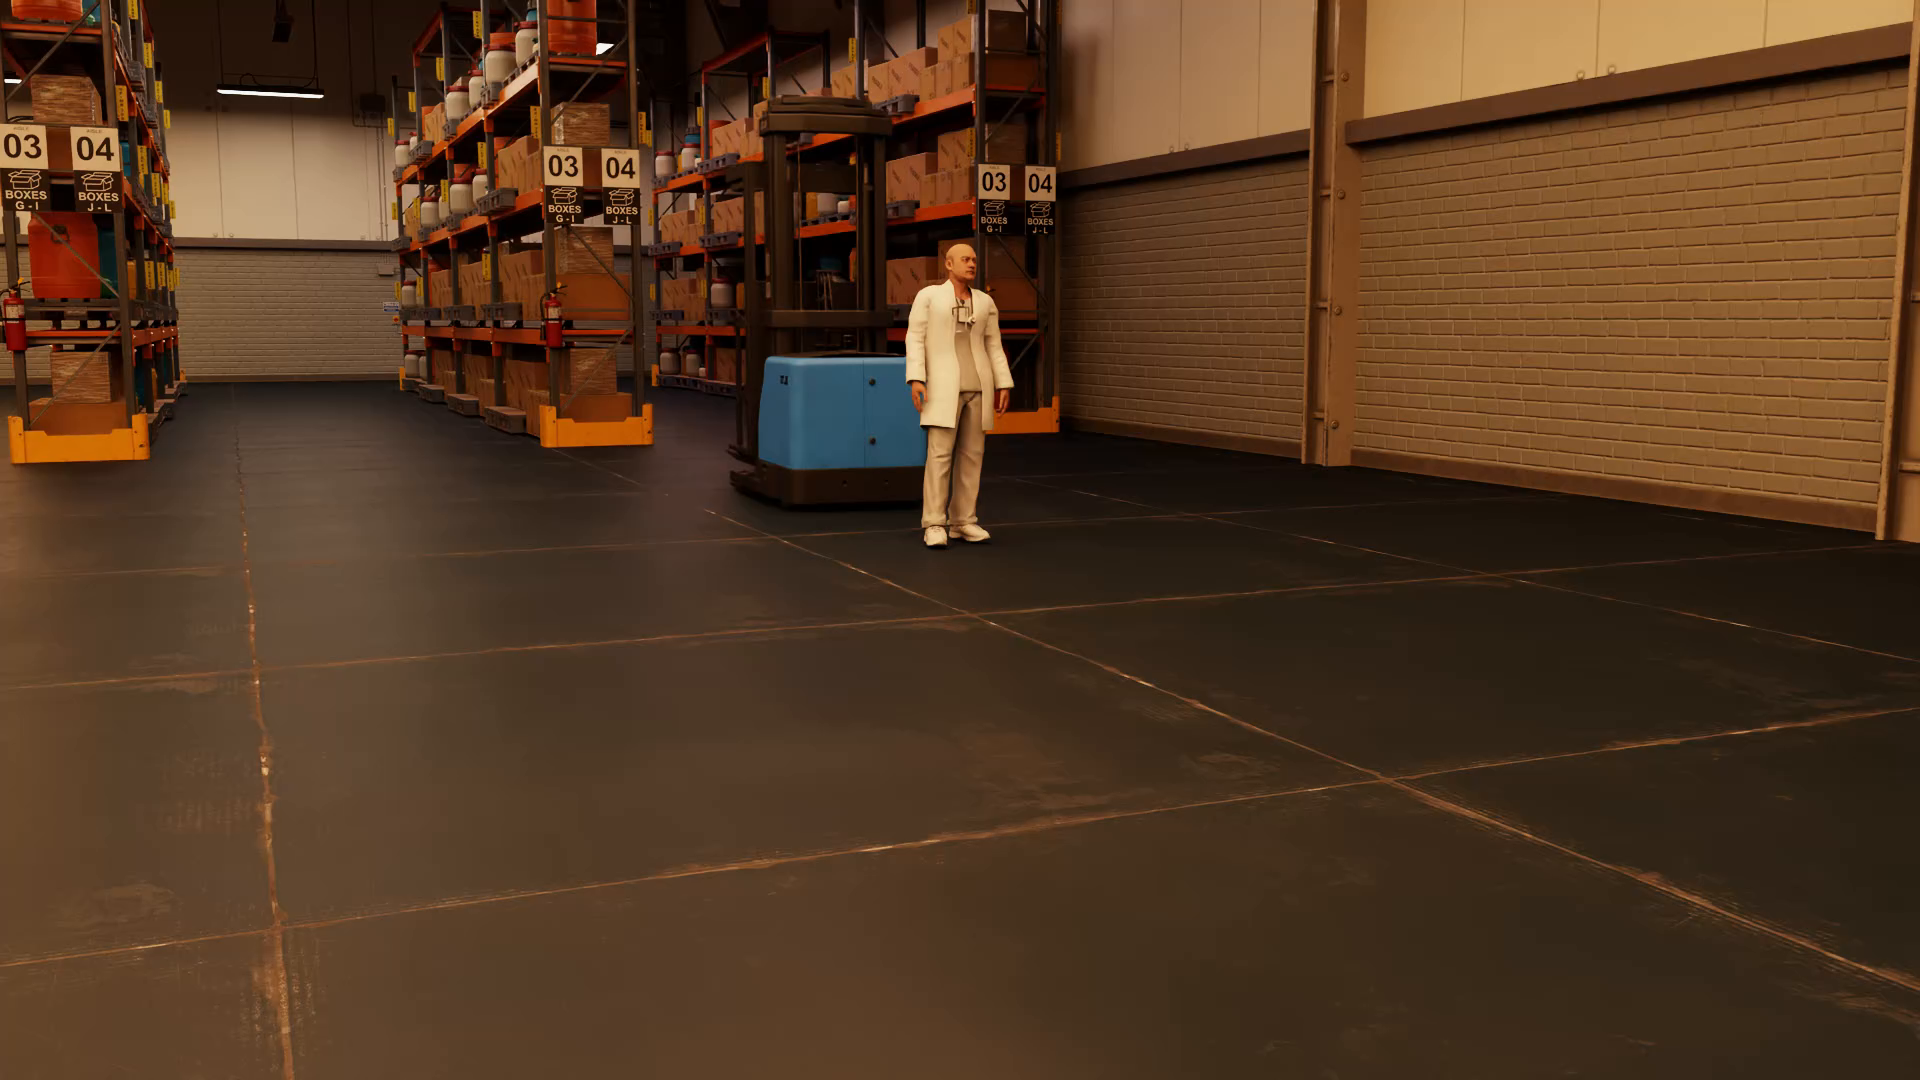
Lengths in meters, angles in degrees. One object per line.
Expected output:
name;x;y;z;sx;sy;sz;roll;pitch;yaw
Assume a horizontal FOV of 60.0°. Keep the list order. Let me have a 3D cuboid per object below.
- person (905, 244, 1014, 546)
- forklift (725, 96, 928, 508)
person;0.033;-0.877;9.952;0.698;1.777;0.578;-3;8;-23
forklift;-1.173;-1.831;12.833;1.130;2.935;3.031;-3;8;-20
